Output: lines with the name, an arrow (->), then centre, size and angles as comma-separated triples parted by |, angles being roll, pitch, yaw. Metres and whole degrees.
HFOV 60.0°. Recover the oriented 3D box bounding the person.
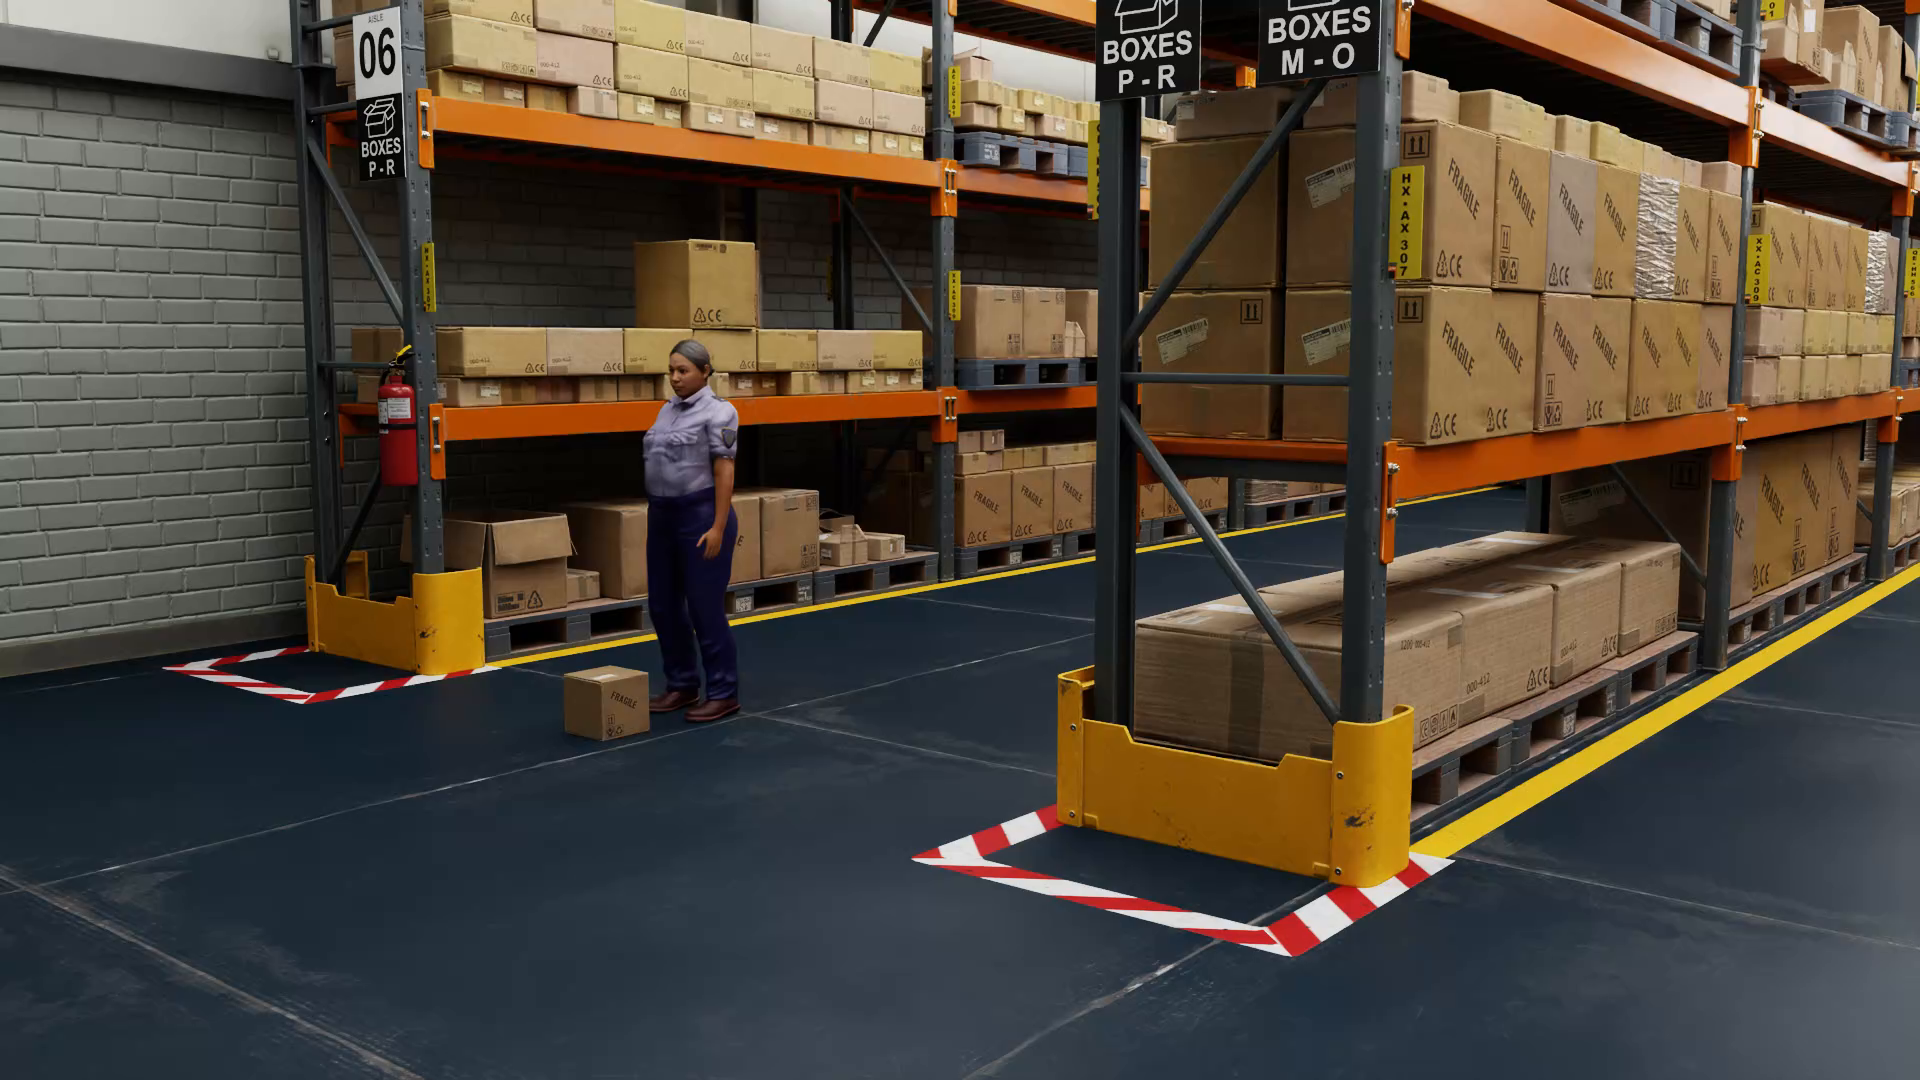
person -> -1.168, -0.048, 7.241 | 0.470, 1.644, 0.342 | 6, 9, 40
